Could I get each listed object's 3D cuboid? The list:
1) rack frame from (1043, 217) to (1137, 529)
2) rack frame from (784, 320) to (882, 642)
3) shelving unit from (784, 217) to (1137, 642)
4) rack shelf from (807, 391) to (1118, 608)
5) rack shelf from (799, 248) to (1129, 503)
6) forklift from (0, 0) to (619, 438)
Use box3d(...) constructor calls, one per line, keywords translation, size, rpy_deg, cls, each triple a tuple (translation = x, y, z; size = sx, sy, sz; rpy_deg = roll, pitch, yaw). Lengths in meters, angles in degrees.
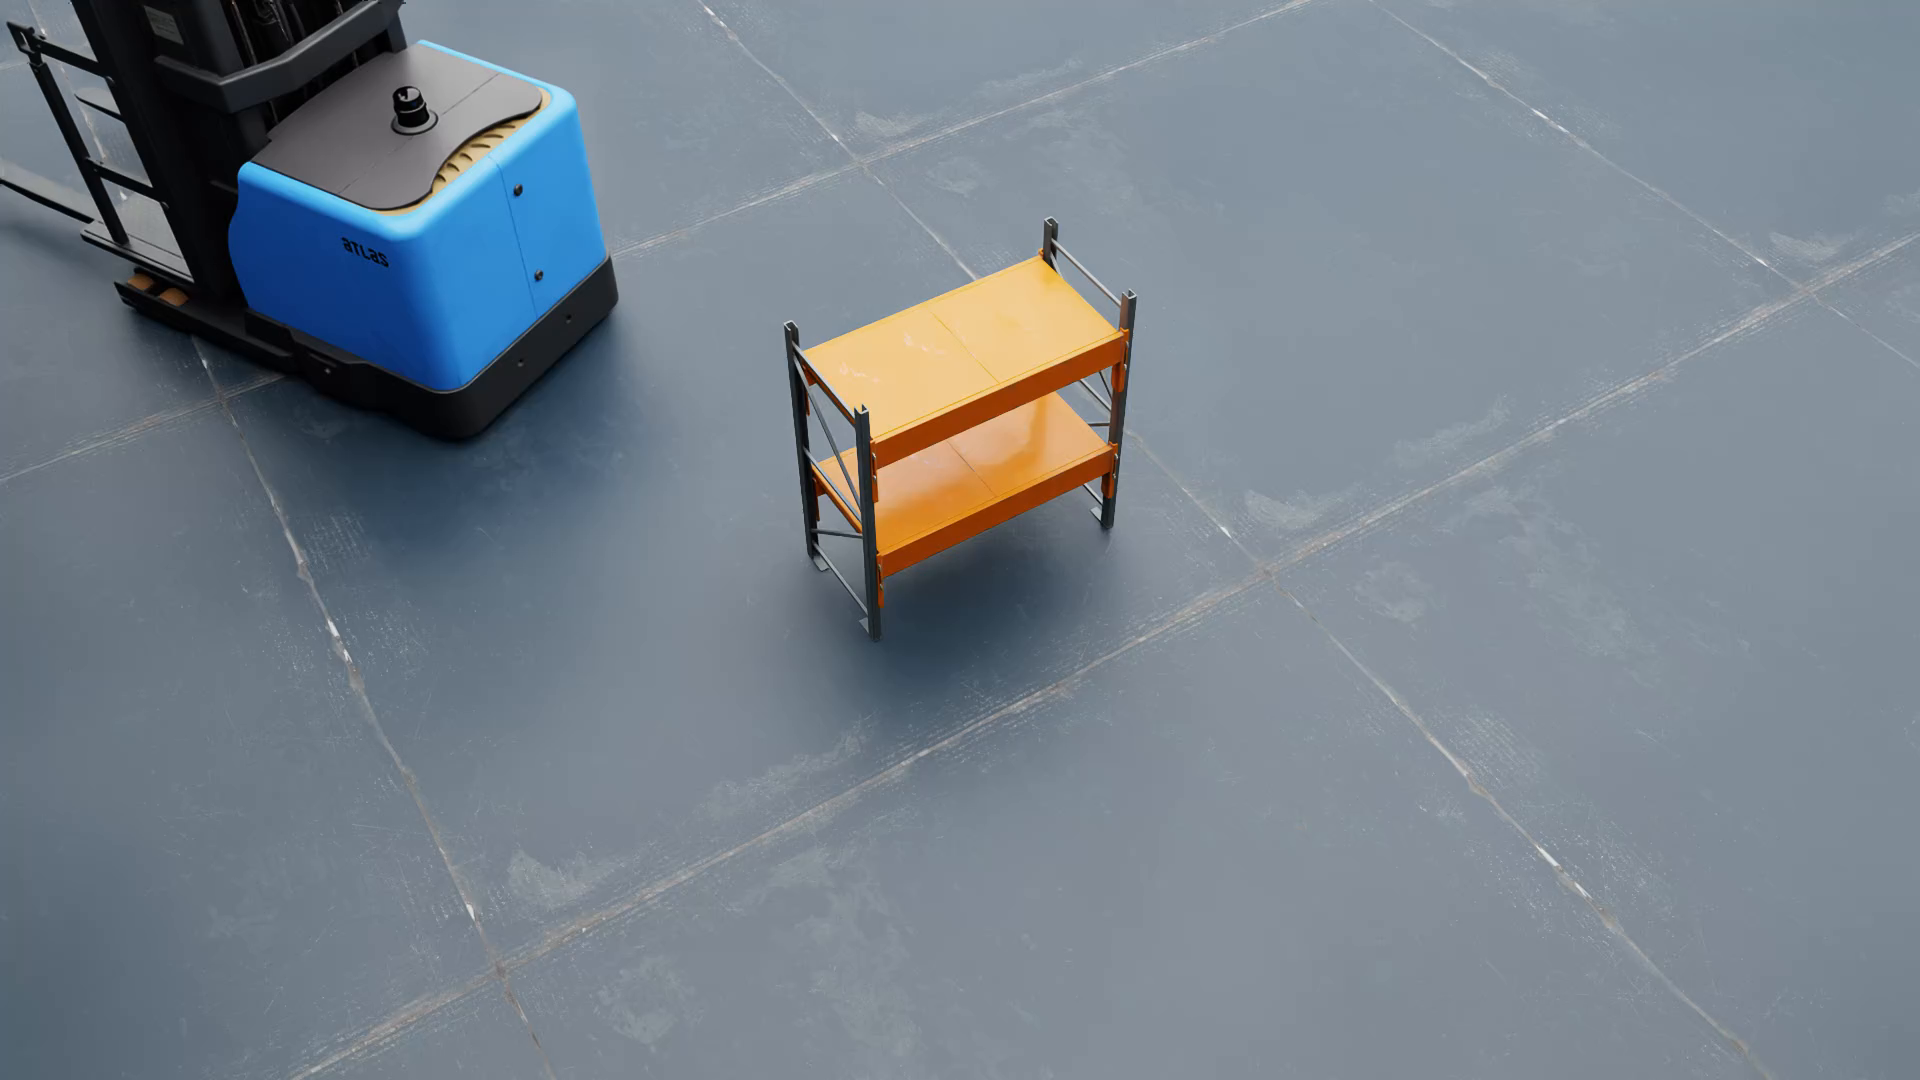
box3d(translation=(0.436, -0.579, 6.013), size=(0.032, 1.125, 0.500), rpy_deg=(-25, 53, -21), cls="rack frame")
box3d(translation=(-0.424, -0.174, 5.652), size=(0.032, 1.125, 0.500), rpy_deg=(-25, 53, -21), cls="rack frame")
box3d(translation=(0.006, -0.377, 5.832), size=(1.048, 1.125, 0.538), rpy_deg=(-25, 53, -21), cls="shelving unit")
box3d(translation=(0.006, -0.214, 6.015), size=(1.000, 0.278, 0.538), rpy_deg=(-25, 53, -21), cls="rack shelf")
box3d(translation=(0.006, -0.571, 5.614), size=(1.000, 0.278, 0.538), rpy_deg=(-25, 53, -21), cls="rack shelf")
box3d(translation=(-2.988, -2.194, 6.241), size=(3.031, 2.935, 1.130), rpy_deg=(23, 52, 19), cls="forklift")
